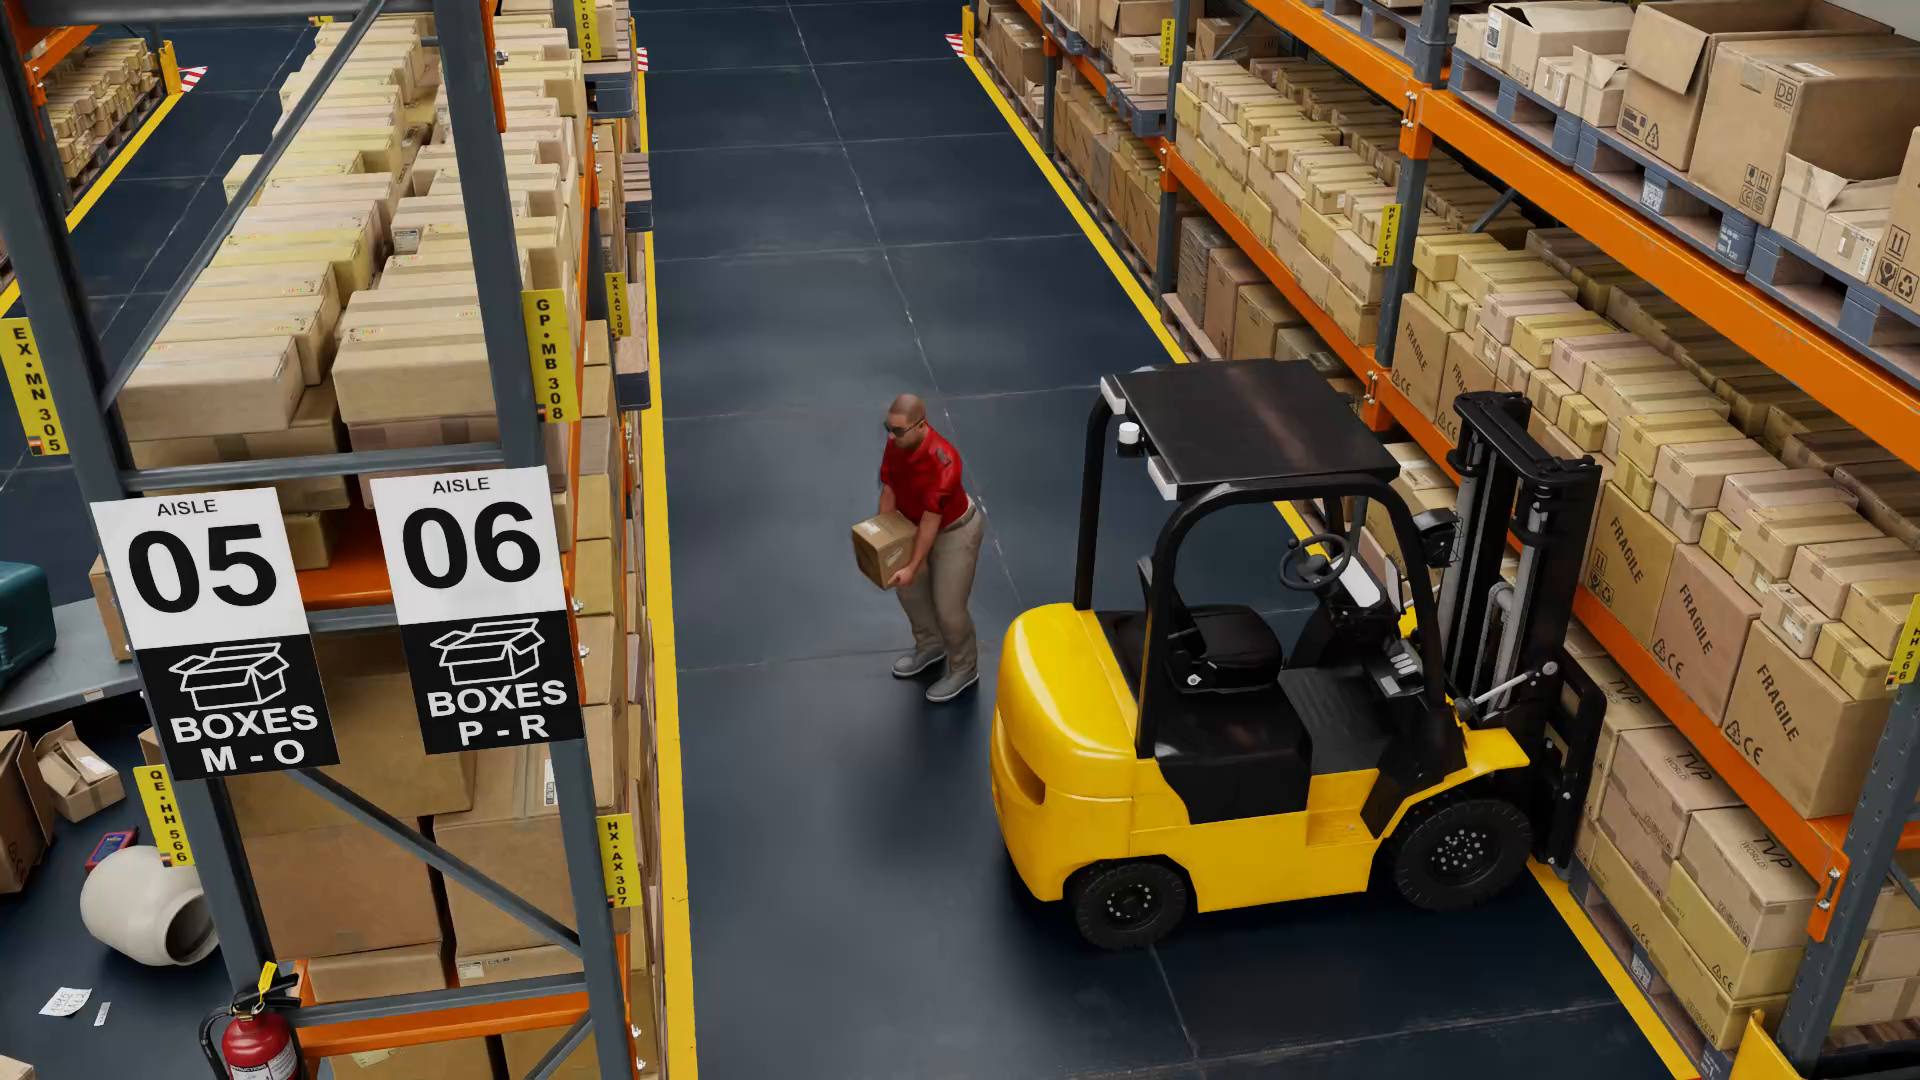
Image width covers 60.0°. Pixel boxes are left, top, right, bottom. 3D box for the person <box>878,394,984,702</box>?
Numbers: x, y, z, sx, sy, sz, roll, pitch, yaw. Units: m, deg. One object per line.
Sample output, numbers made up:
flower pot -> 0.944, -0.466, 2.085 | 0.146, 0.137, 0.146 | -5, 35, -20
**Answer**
person -> -0.174, 0.021, 8.173 | 0.608, 1.683, 0.490 | -23, 37, -33
